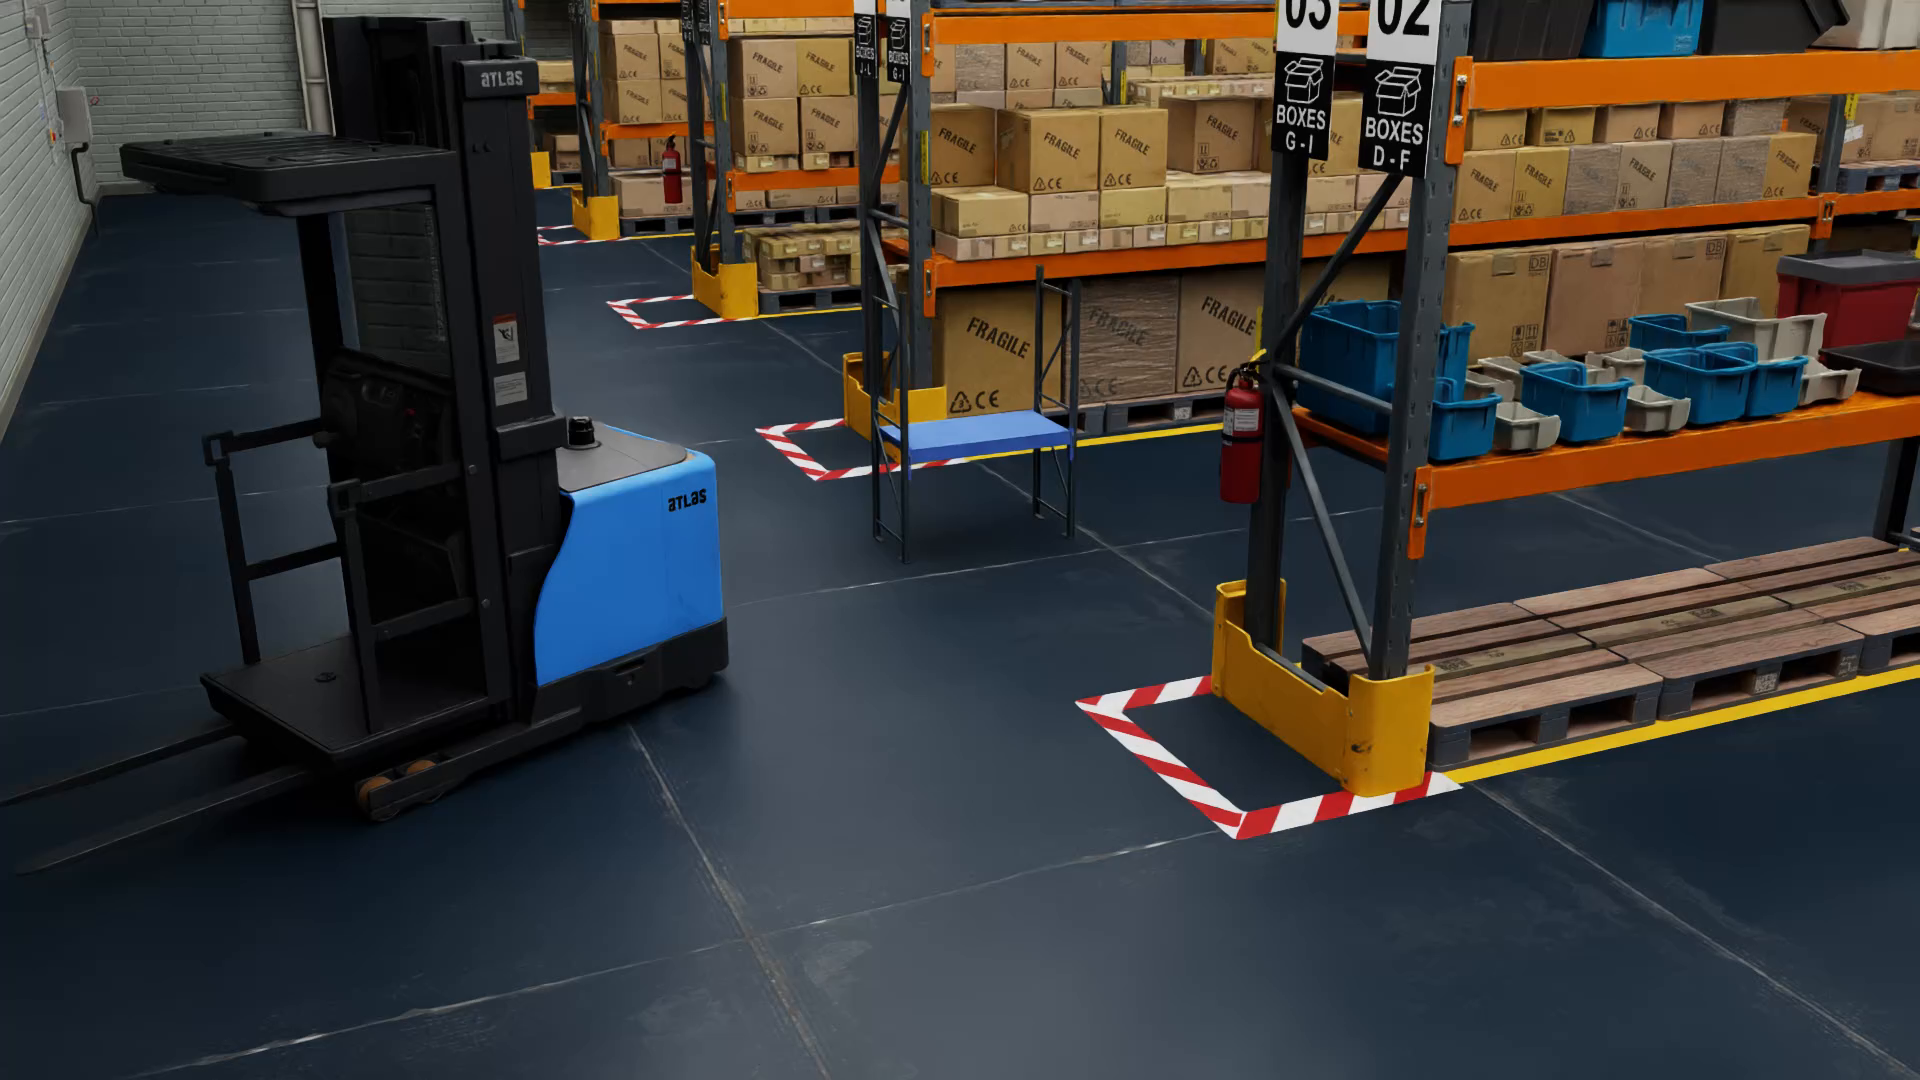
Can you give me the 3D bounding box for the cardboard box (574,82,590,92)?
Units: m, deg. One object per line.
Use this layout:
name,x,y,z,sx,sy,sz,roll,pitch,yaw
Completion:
cardboard box,-5.476,-6.571,24.047,0.250,0.149,0.380,-8,21,-23

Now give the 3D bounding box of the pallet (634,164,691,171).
pallet,-4.409,-5.597,25.099,1.213,0.211,1.003,-8,21,-22

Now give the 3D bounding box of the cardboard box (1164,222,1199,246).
cardboard box,1.435,-2.133,11.441,0.250,0.149,0.380,-9,21,-23

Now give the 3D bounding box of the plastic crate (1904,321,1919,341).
plastic crate,4.717,-1.004,8.165,0.243,0.136,0.396,-8,21,-22

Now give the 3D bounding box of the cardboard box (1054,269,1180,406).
cardboard box,0.958,-1.527,11.908,0.875,0.875,0.875,-8,21,-22

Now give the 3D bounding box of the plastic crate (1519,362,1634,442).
plastic crate,2.490,-0.560,6.758,0.300,0.233,0.416,-8,21,-22

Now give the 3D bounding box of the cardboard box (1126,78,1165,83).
cardboard box,1.905,-4.663,17.098,0.250,0.149,0.380,-9,21,-24

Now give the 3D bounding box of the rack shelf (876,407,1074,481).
rack shelf,0.078,-0.549,9.365,1.000,0.185,0.538,-8,21,-22

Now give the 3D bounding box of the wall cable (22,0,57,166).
wall cable,-9.527,-4.869,17.258,0.123,1.953,0.585,-8,21,-22

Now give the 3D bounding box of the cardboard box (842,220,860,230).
cardboard box,-0.992,-3.064,16.473,0.250,0.149,0.380,-7,21,-20

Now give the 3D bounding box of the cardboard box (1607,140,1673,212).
cardboard box,5.154,-2.862,12.982,0.500,0.500,0.500,-8,21,-21

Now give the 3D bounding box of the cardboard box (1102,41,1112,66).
cardboard box,1.689,-6.414,21.567,0.500,0.500,0.500,-8,21,-22

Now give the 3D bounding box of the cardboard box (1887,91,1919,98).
cardboard box,11.566,-5.662,20.861,0.550,0.550,0.875,-8,21,-22

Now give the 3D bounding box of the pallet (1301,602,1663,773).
pallet,2.301,0.627,7.424,1.213,0.211,1.003,-8,21,-22

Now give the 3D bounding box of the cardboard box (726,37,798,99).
cardboard box,-1.788,-4.265,15.016,0.500,0.500,0.500,-8,21,-22

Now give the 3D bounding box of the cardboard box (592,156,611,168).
cardboard box,-5.324,-5.587,24.532,0.250,0.149,0.380,-9,21,-24

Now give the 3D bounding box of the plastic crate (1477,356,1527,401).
plastic crate,2.477,-0.692,7.278,0.243,0.136,0.396,-8,21,-22

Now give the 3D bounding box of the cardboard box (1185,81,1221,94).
cardboard box,2.401,-4.498,16.629,0.250,0.149,0.380,-8,21,-21

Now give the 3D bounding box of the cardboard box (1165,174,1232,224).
cardboard box,1.528,-2.358,11.481,0.500,0.250,0.500,-9,21,-23

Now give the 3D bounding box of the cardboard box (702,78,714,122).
cardboard box,-2.877,-5.284,19.861,0.500,0.500,0.500,-8,21,-22

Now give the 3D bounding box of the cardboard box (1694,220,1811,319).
cardboard box,6.270,-2.266,14.009,0.875,0.875,1.225,-9,21,-24

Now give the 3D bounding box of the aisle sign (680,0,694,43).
aisle sign,-2.492,-4.936,15.111,0.004,0.787,0.394,-8,21,-22

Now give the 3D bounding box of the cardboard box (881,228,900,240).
cardboard box,-0.749,-2.886,15.966,0.250,0.149,0.380,-7,21,-20

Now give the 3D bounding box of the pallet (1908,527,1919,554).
pallet,5.926,0.108,8.896,1.213,0.211,1.003,-8,21,-22

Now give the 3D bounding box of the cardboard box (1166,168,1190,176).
cardboard box,1.316,-2.520,11.940,0.500,0.250,0.500,-8,21,-22

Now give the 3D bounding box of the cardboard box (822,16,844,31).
cardboard box,-1.586,-6.268,20.173,0.250,0.149,0.380,-8,21,-22

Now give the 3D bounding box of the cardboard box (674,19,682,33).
cardboard box,-3.193,-6.007,19.433,0.250,0.149,0.380,-9,21,-24

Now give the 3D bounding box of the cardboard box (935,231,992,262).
cardboard box,0.023,-1.930,10.865,0.250,0.149,0.380,-8,21,-21

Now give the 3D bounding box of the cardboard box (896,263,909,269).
cardboard box,-0.527,-2.616,16.096,0.250,0.149,0.380,-9,21,-25

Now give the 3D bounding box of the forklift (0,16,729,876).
forklift,-2.425,-0.485,6.487,1.130,2.935,3.031,17,25,39

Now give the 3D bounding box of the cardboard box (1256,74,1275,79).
cardboard box,3.333,-4.866,17.675,0.250,0.149,0.380,-7,21,-20

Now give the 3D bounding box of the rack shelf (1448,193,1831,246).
rack shelf,5.075,-2.552,13.338,4.000,0.370,1.077,-8,21,-22

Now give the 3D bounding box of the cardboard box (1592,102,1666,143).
cardboard box,5.021,-3.409,13.026,0.637,0.503,0.797,-7,21,-20

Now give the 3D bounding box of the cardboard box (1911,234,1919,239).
cardboard box,9.053,-2.504,15.220,0.500,0.500,0.700,-10,22,-27

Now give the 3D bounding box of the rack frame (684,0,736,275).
rack frame,-2.306,-3.628,15.310,0.127,3.000,1.000,-8,21,-22

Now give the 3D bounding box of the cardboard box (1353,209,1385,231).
cardboard box,2.852,-2.336,12.018,0.250,0.149,0.380,-8,21,-21

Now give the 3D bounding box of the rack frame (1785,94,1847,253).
rack frame,6.912,-3.155,13.965,0.127,3.000,1.000,-8,21,-22

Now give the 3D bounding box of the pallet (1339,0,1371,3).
pallet,2.484,-3.897,11.691,1.213,0.211,1.003,-8,21,-22

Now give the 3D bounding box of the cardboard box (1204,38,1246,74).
cardboard box,3.491,-6.551,22.380,0.500,0.500,0.500,-9,21,-23

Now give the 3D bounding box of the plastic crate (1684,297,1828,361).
plastic crate,3.726,-0.946,7.780,0.530,0.282,0.437,-8,21,-22

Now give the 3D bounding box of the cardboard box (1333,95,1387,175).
cardboard box,2.923,-2.910,11.918,0.500,0.500,0.500,-8,21,-20

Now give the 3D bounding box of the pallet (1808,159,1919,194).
pallet,7.524,-3.190,14.356,1.003,0.211,1.213,-8,21,-22

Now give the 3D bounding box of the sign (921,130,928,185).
sign,-0.220,-2.378,10.337,0.005,0.325,0.100,-8,21,-22

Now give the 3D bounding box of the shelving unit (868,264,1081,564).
shelving unit,0.078,-0.719,9.305,1.048,1.500,0.538,-8,21,-22

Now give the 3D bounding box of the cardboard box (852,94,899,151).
cardboard box,-0.848,-3.929,15.566,0.500,0.500,0.500,-8,21,-21

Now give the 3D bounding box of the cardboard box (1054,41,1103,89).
cardboard box,1.043,-4.669,16.162,0.500,0.500,0.500,-9,21,-24

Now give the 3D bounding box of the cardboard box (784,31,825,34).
cardboard box,-1.943,-5.889,20.075,0.500,0.500,0.500,-8,21,-21

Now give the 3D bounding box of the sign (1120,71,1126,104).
sign,1.589,-4.398,16.193,0.005,0.325,0.100,-8,21,-22

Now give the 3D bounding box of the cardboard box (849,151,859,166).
cardboard box,-0.950,-3.622,15.669,0.250,0.149,0.380,-8,21,-22

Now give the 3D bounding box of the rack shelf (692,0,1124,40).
rack shelf,-0.469,-4.967,15.678,4.000,0.370,1.077,-8,21,-22

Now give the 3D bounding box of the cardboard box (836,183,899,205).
cardboard box,-1.305,-4.590,21.268,0.875,0.438,0.875,-8,21,-23
